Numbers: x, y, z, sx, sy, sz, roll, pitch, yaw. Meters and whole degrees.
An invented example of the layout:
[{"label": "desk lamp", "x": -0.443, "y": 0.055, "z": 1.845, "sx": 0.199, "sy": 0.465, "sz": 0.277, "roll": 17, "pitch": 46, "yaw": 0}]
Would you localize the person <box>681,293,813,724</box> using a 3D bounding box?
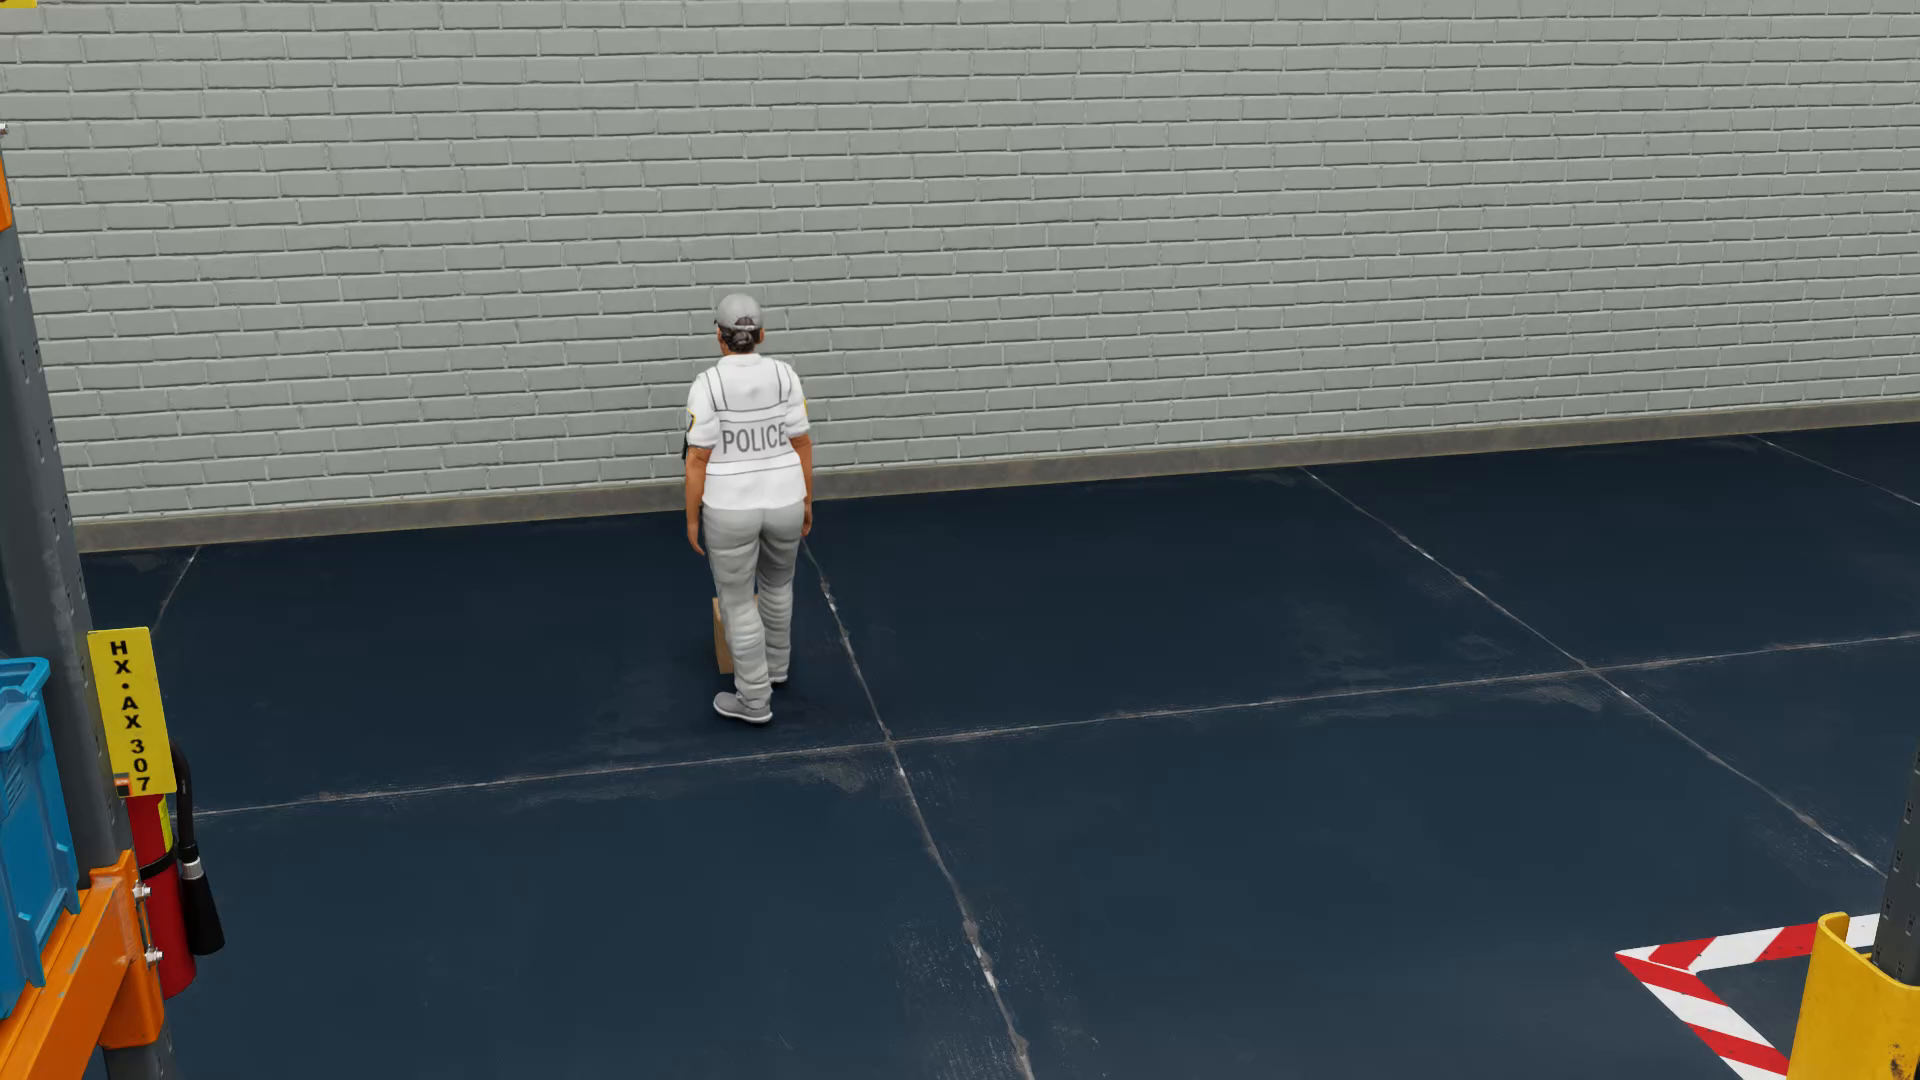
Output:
[{"label": "person", "x": -0.859, "y": -0.149, "z": 6.457, "sx": 0.509, "sy": 1.657, "sz": 0.597, "roll": -11, "pitch": 23, "yaw": -29}]
